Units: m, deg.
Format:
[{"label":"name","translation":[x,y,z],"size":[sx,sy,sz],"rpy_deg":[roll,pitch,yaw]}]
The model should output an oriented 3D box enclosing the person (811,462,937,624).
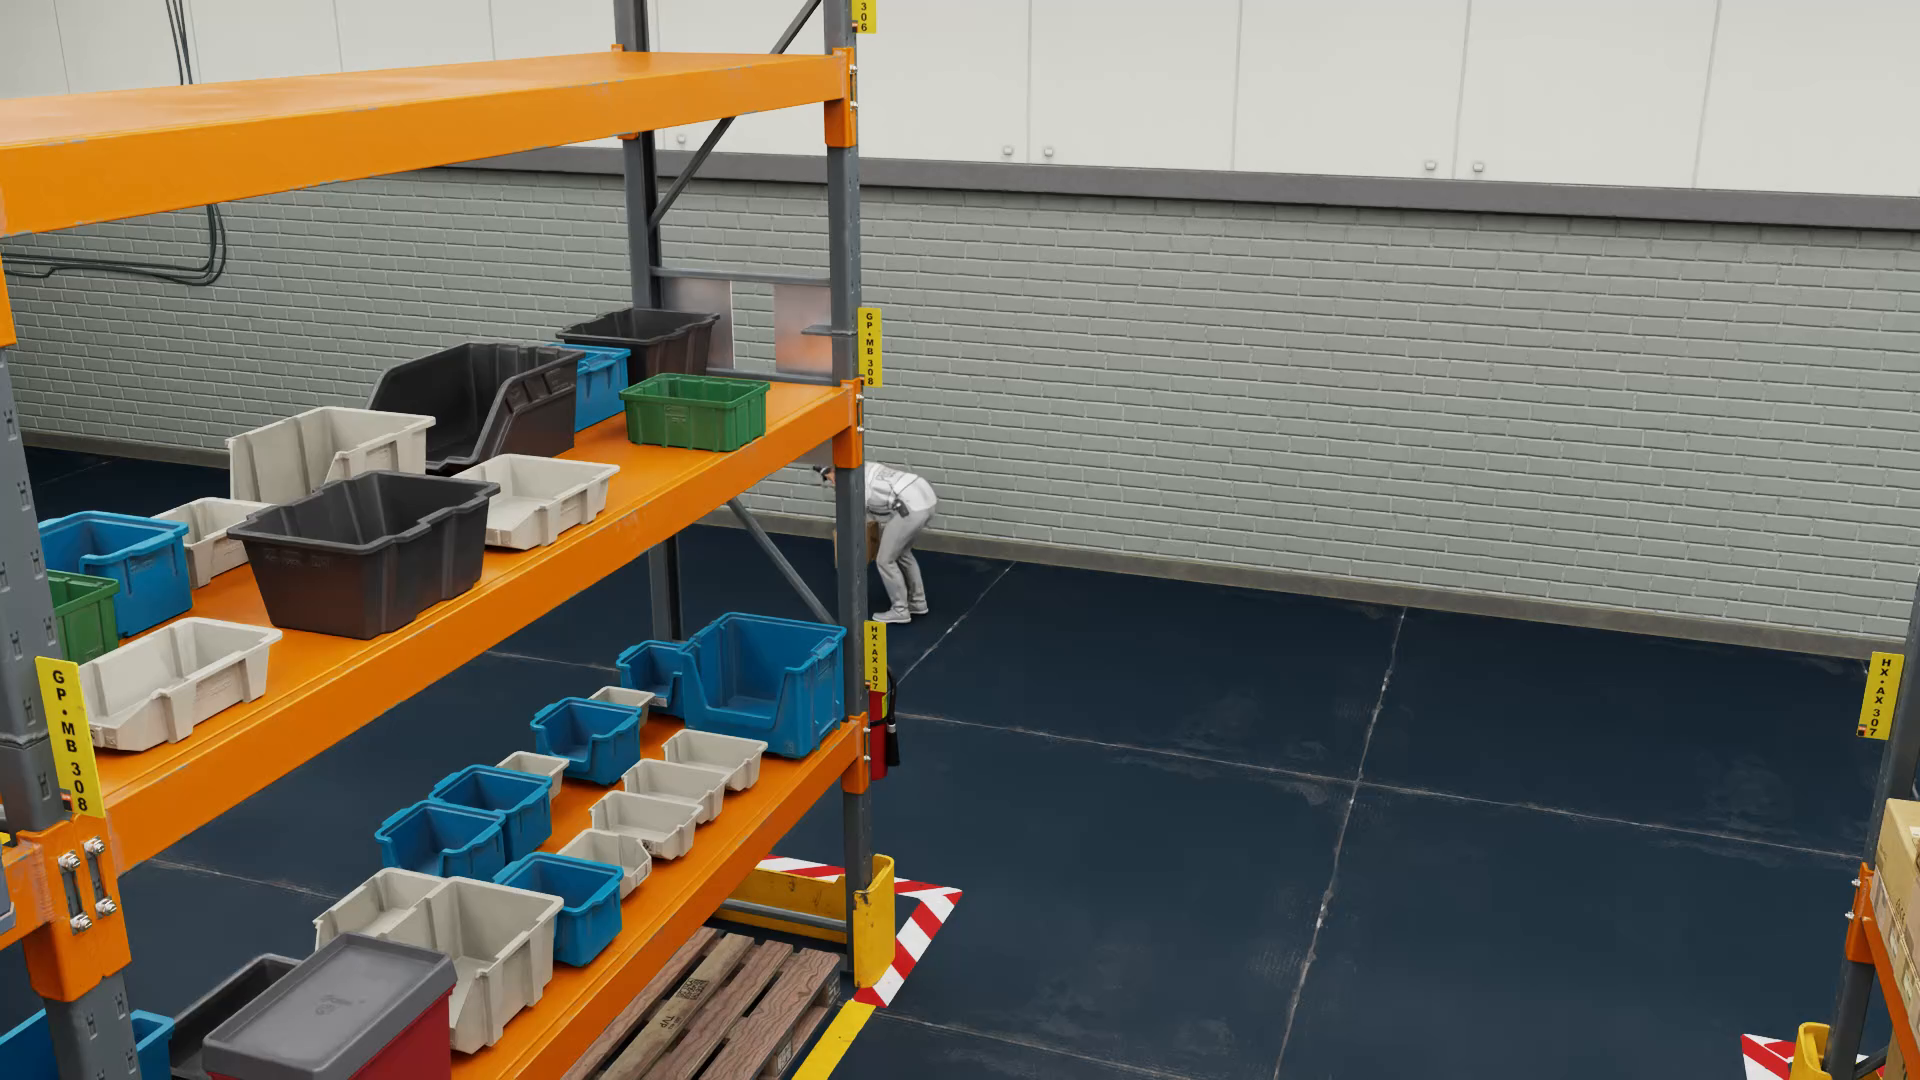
[{"label":"person","translation":[-0.616,-0.047,11.852],"size":[0.905,1.251,0.408],"rpy_deg":[6,20,17]}]
